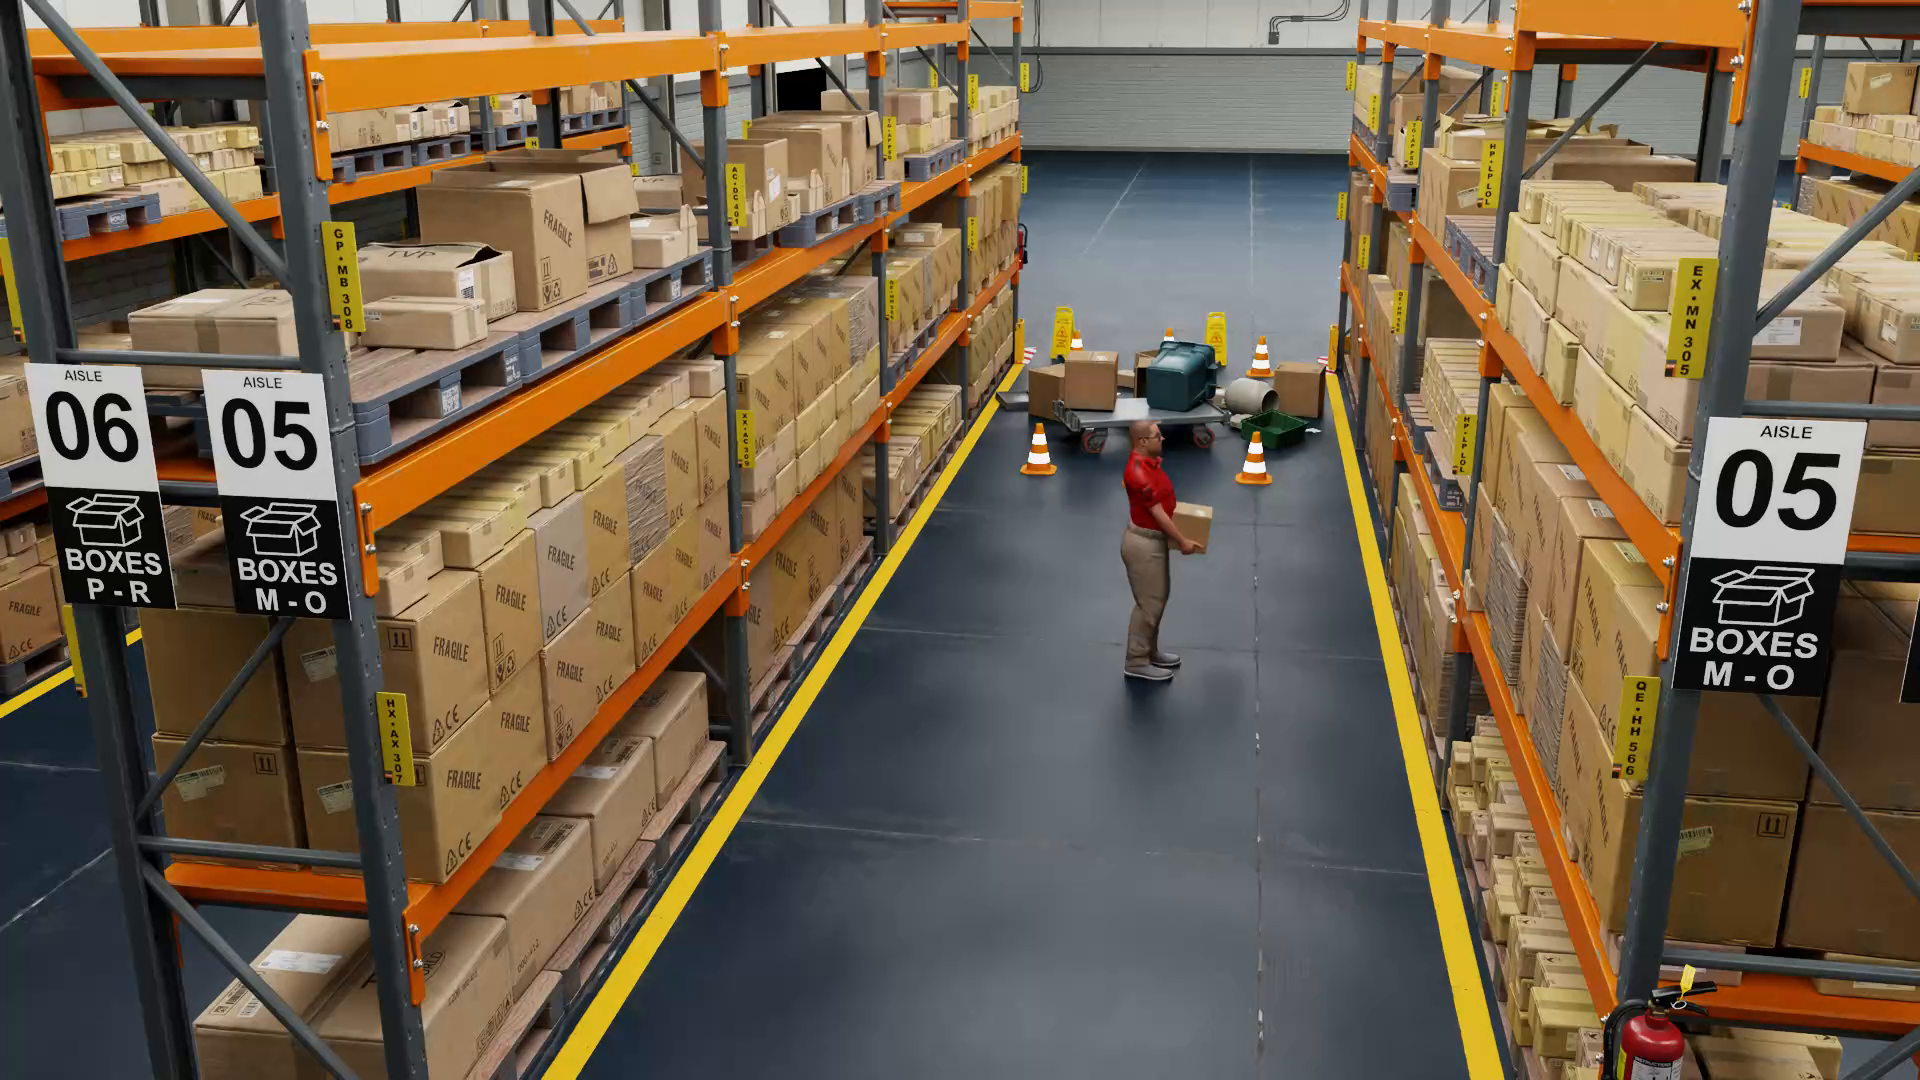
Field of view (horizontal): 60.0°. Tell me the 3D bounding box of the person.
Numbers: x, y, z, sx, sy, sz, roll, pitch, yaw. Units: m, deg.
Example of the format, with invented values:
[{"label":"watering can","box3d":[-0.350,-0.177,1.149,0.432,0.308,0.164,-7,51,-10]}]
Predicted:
[{"label":"person","box3d":[1.333,0.053,10.935,0.538,1.718,0.494,3,18,10]}]
